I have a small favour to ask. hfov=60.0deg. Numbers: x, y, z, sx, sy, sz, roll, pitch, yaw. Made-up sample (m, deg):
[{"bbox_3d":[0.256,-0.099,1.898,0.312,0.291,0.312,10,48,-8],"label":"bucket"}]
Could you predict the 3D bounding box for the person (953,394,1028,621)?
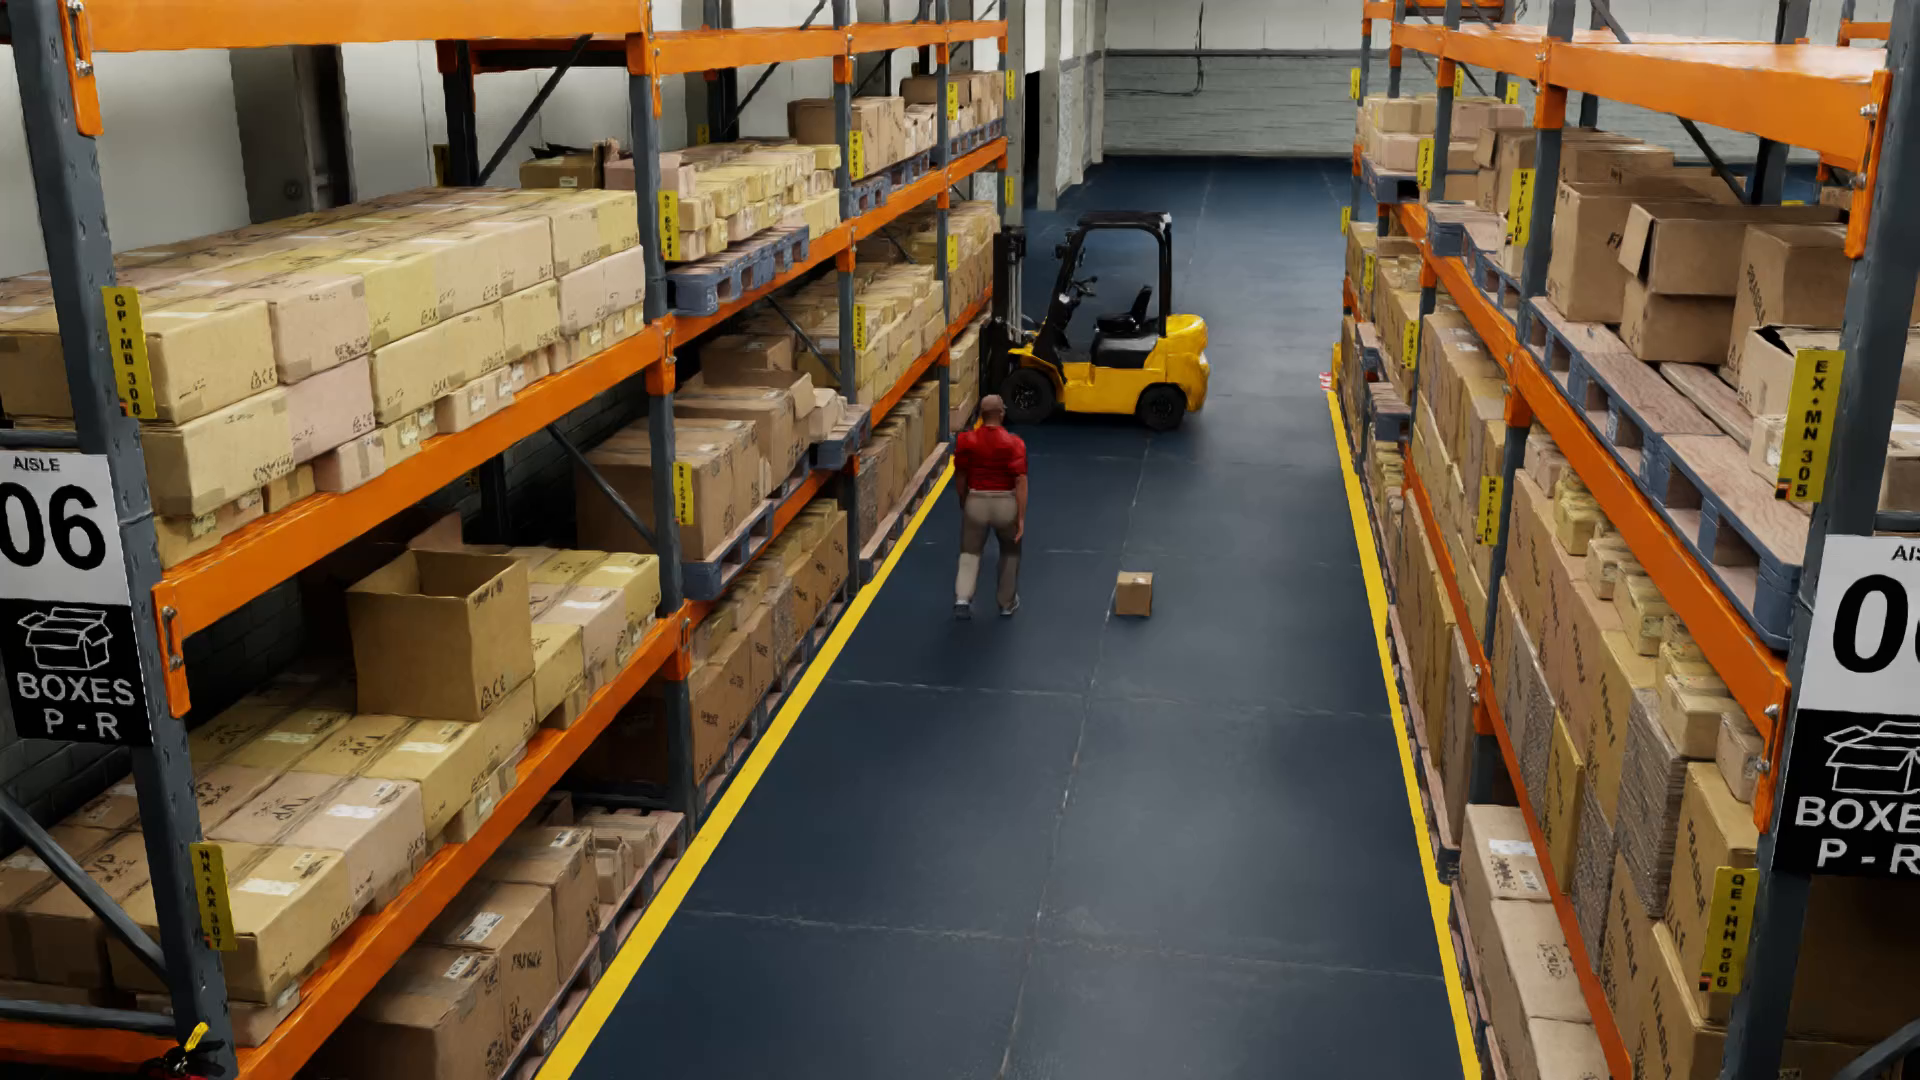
[{"bbox_3d":[0.230,-0.228,11.789,0.550,1.682,0.870,3,18,10],"label":"person"}]
